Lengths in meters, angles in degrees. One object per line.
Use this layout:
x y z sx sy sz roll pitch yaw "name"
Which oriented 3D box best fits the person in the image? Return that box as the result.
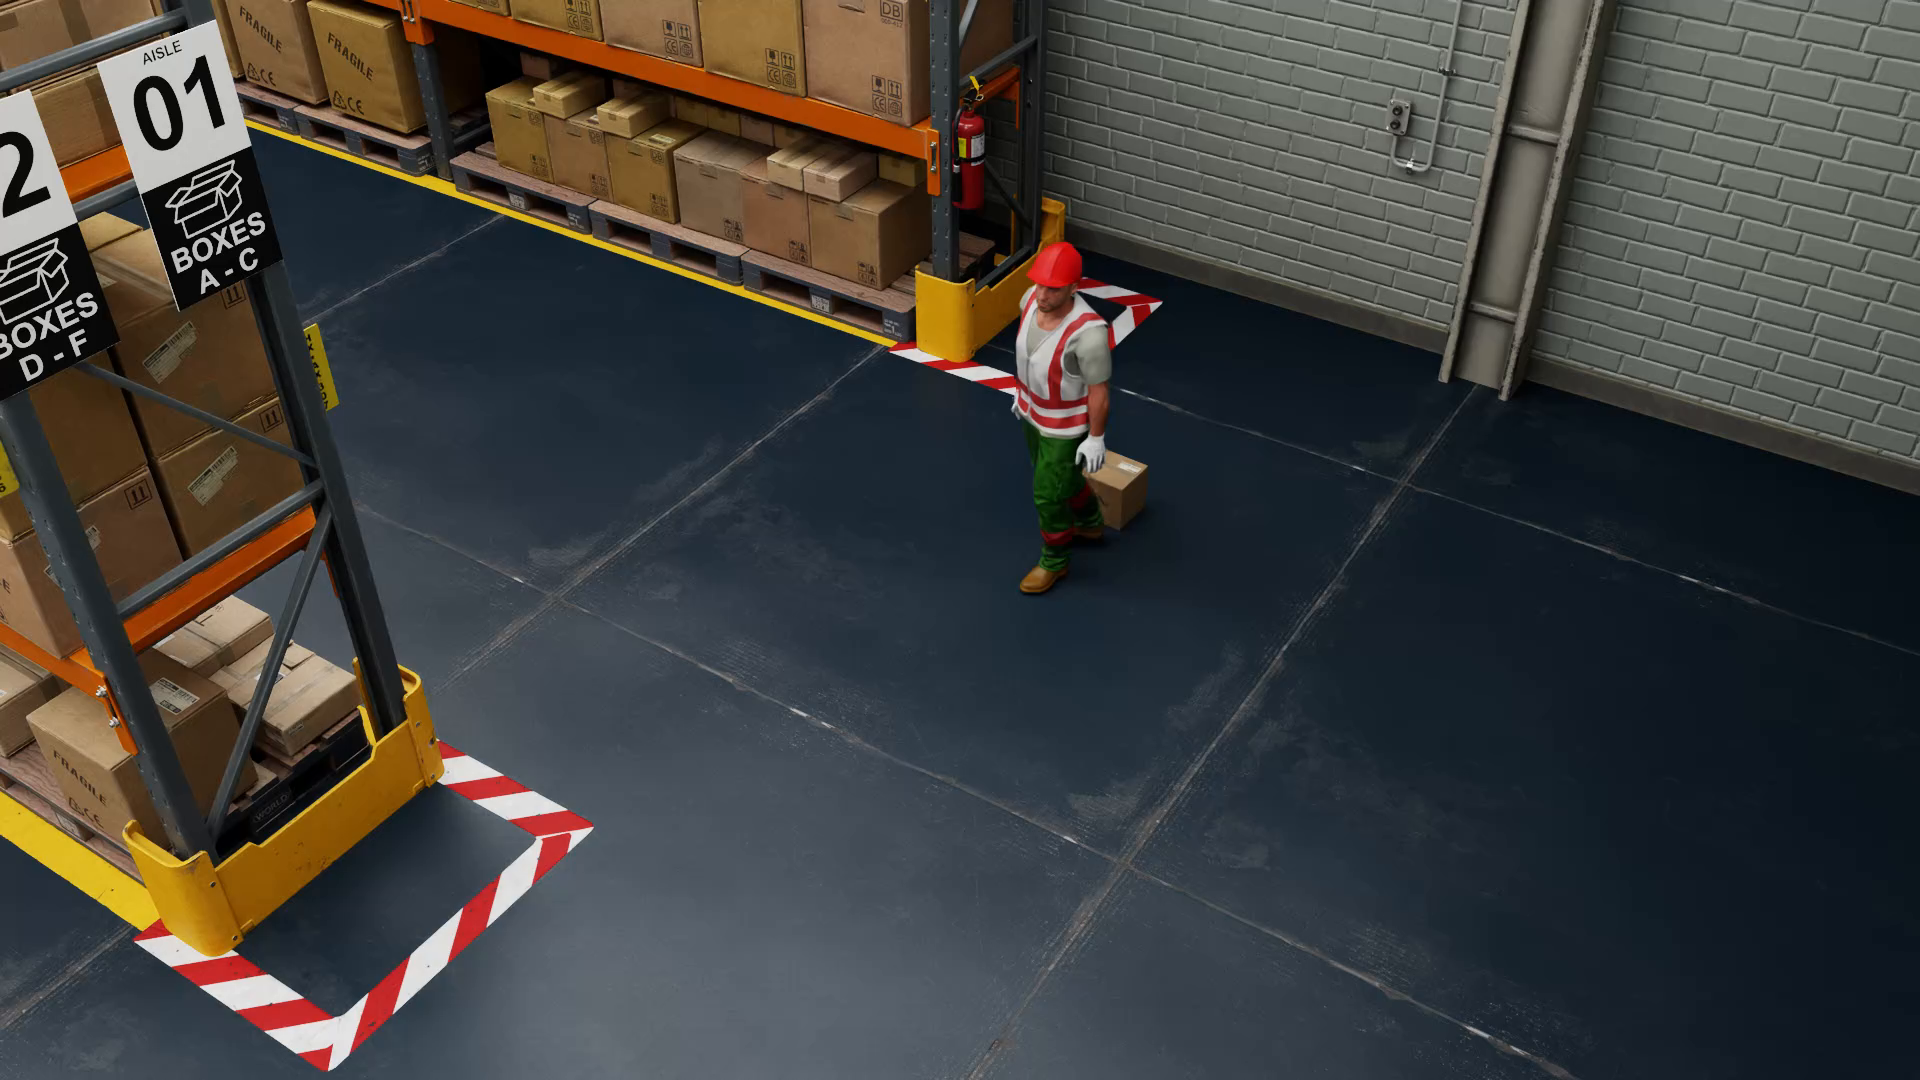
0.486 -0.573 7.395 0.571 1.776 0.580 -20 42 -24 "person"
